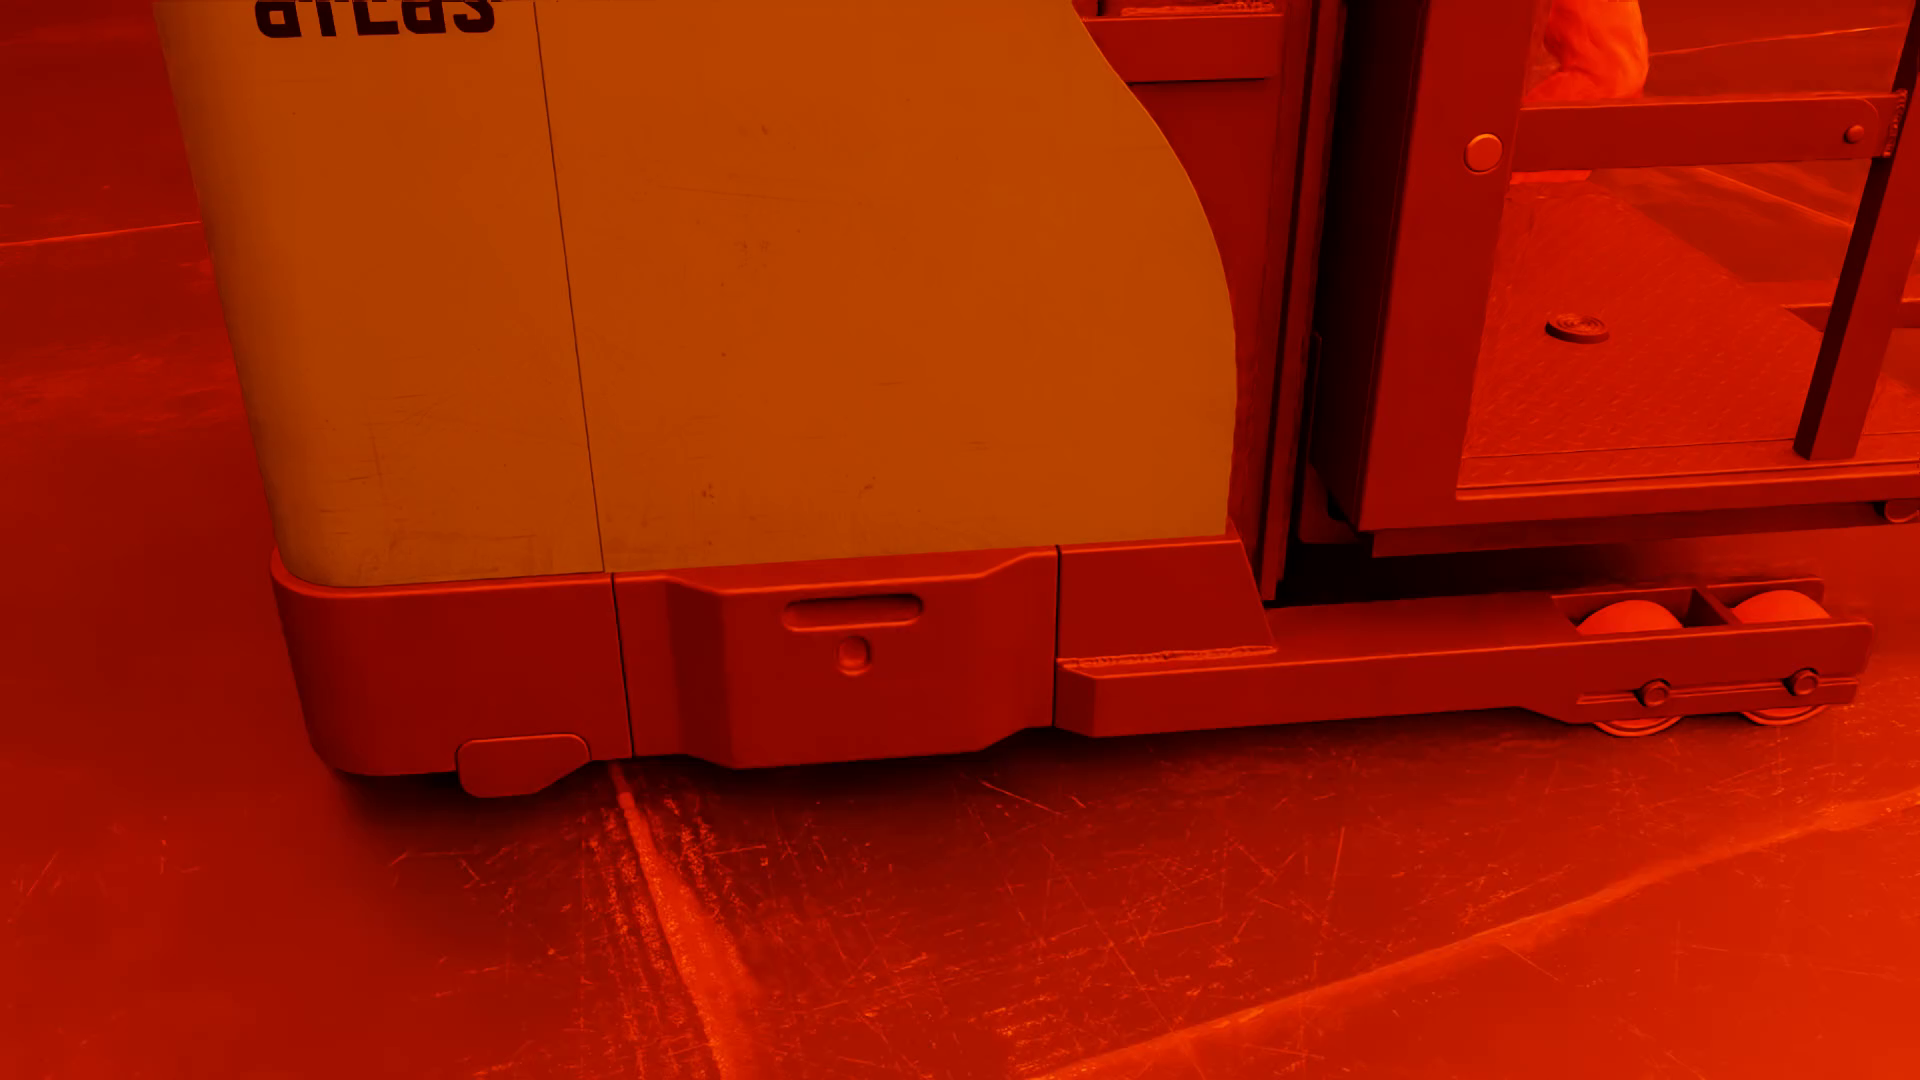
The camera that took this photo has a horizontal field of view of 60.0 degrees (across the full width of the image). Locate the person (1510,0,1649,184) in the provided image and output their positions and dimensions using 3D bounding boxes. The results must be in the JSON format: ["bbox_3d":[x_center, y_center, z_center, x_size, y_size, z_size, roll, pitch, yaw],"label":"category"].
[{"bbox_3d":[1.021,-1.226,3.053,0.539,1.635,0.731,6,30,11],"label":"person"}]

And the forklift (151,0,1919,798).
[{"bbox_3d":[0.687,-1.286,1.797,3.031,2.935,1.130,-4,30,-6],"label":"forklift"}]
